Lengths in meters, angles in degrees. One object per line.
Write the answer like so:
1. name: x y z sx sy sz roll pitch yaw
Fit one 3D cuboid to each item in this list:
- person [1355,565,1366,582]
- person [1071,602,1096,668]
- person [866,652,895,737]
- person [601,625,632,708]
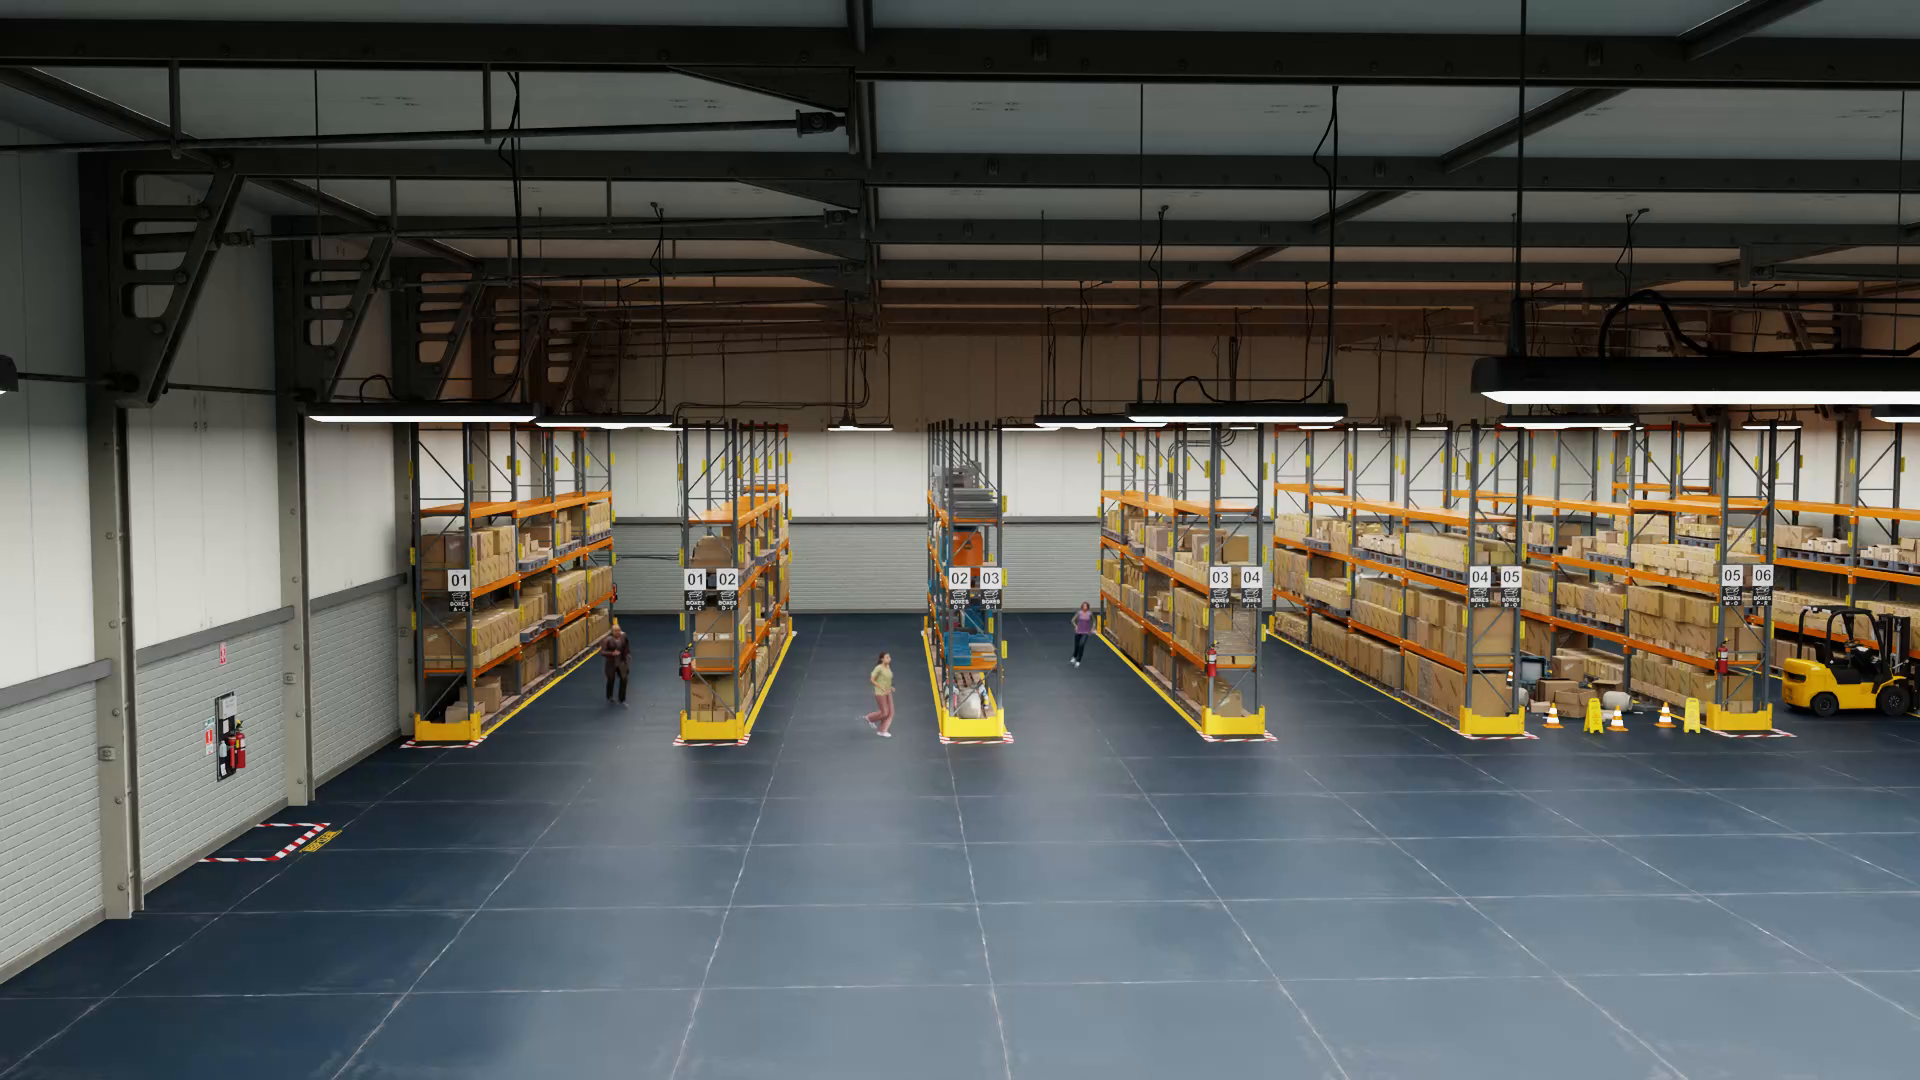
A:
1. person: 12.193 1.621 50.758 0.826 1.730 0.590 -2 4 -34
2. person: 3.012 2.310 40.880 0.624 1.593 0.791 1 4 10
3. person: -1.527 2.907 31.496 0.606 1.616 0.567 3 5 38
4. person: -7.215 2.630 34.872 0.700 1.758 1.057 -2 4 -23
